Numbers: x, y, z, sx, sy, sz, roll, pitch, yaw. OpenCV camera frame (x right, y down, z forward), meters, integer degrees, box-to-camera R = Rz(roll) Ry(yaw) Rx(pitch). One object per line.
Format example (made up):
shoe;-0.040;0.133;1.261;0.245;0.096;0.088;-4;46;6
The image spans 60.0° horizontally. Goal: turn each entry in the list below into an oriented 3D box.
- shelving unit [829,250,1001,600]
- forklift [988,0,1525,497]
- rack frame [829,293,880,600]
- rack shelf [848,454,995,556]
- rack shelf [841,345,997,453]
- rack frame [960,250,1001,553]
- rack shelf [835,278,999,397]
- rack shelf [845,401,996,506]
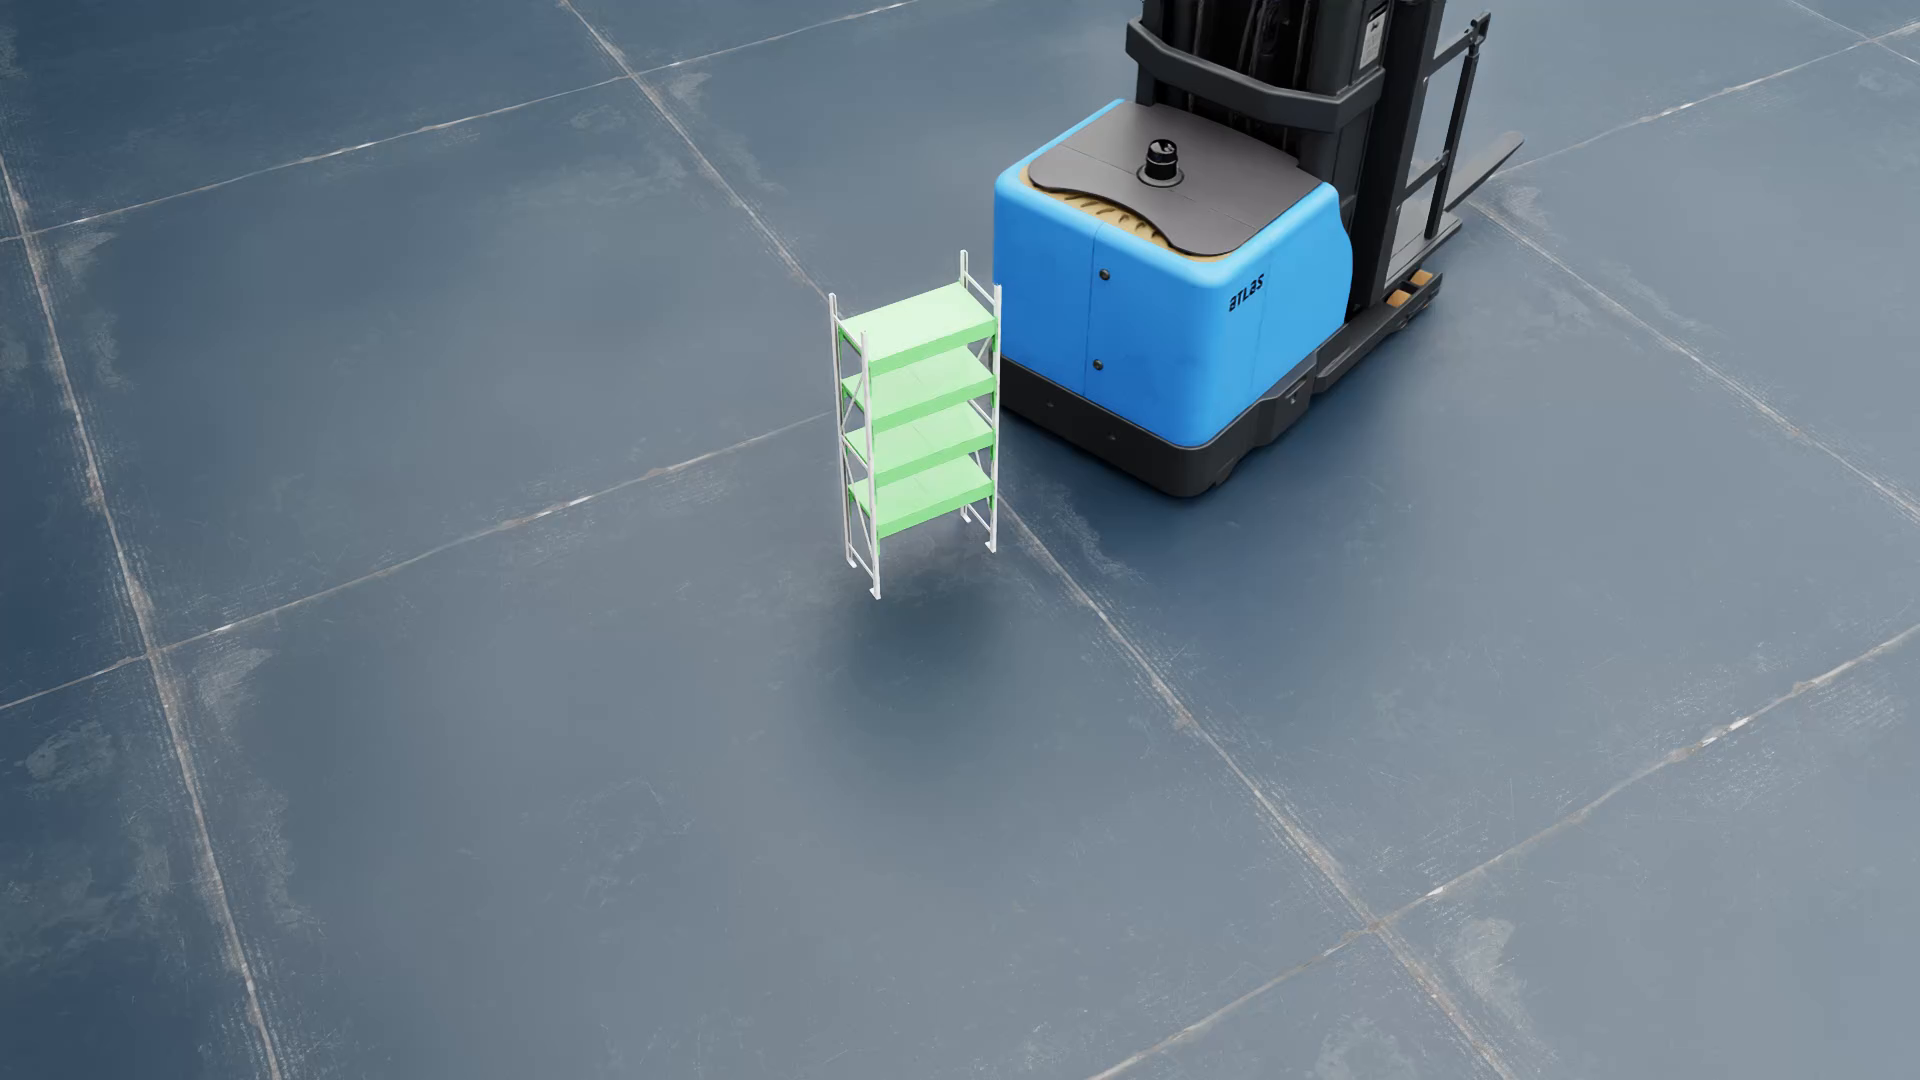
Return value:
shelving unit;-0.144;-0.373;5.773;0.503;1.200;0.258;-22;48;-21
forklift;1.452;-2.169;6.381;1.130;2.935;3.031;31;52;28
rack frame;-0.355;-0.288;5.686;0.015;1.200;0.240;-22;48;-21
rack shelf;-0.144;-0.155;5.985;0.480;0.148;0.258;-22;48;-21
rack shelf;-0.144;-0.500;5.650;0.480;0.148;0.258;-22;48;-21
rack frame;0.068;-0.458;5.860;0.015;1.200;0.240;-22;48;-21
rack shelf;-0.144;-0.672;5.483;0.480;0.148;0.258;-22;48;-21
rack shelf;-0.144;-0.327;5.817;0.480;0.148;0.258;-22;48;-21
